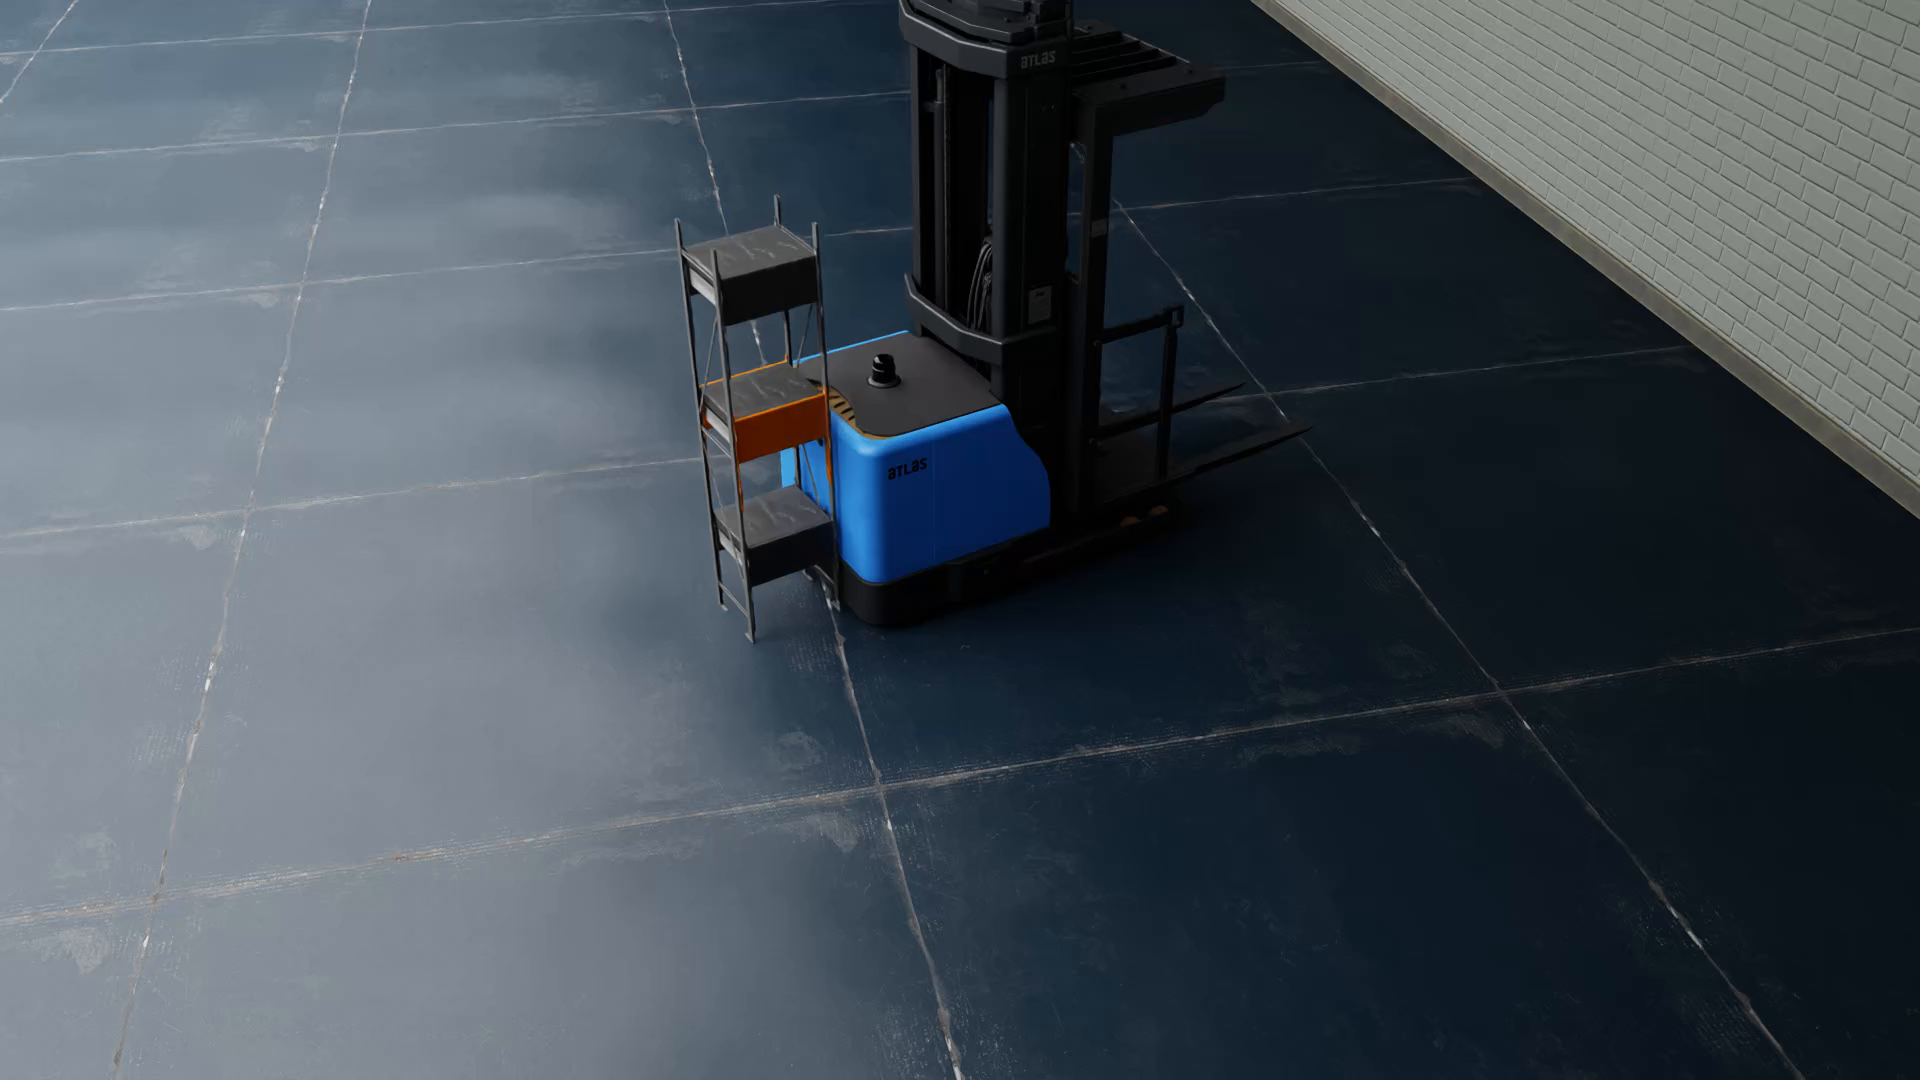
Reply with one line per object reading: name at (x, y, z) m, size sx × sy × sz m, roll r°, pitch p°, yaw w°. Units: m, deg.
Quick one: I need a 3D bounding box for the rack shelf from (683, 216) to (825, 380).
rack shelf at (-0.932, -1.092, 7.479) m, size 0.480 × 0.518 × 0.431 m, roll -20°, pitch 39°, yaw -26°

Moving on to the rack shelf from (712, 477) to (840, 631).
rack shelf at (-0.918, 0.065, 8.267) m, size 0.480 × 0.518 × 0.431 m, roll -20°, pitch 39°, yaw -26°

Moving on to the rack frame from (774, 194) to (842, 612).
rack frame at (-0.719, -0.600, 7.972) m, size 0.015 × 2.100 × 0.400 m, roll -20°, pitch 39°, yaw -26°

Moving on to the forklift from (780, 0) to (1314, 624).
forklift at (0.578, -1.409, 8.442) m, size 3.031 × 2.935 × 1.130 m, roll -19°, pitch 38°, yaw -26°

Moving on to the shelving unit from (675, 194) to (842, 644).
shelving unit at (-0.925, -0.525, 7.865) m, size 0.503 × 2.100 × 0.431 m, roll -20°, pitch 39°, yaw -26°

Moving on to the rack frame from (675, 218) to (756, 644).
rack frame at (-1.132, -0.450, 7.759) m, size 0.015 × 2.100 × 0.400 m, roll -20°, pitch 39°, yaw -26°

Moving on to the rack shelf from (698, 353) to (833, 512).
rack shelf at (-0.925, -0.514, 7.873) m, size 0.480 × 0.518 × 0.431 m, roll -20°, pitch 39°, yaw -26°
